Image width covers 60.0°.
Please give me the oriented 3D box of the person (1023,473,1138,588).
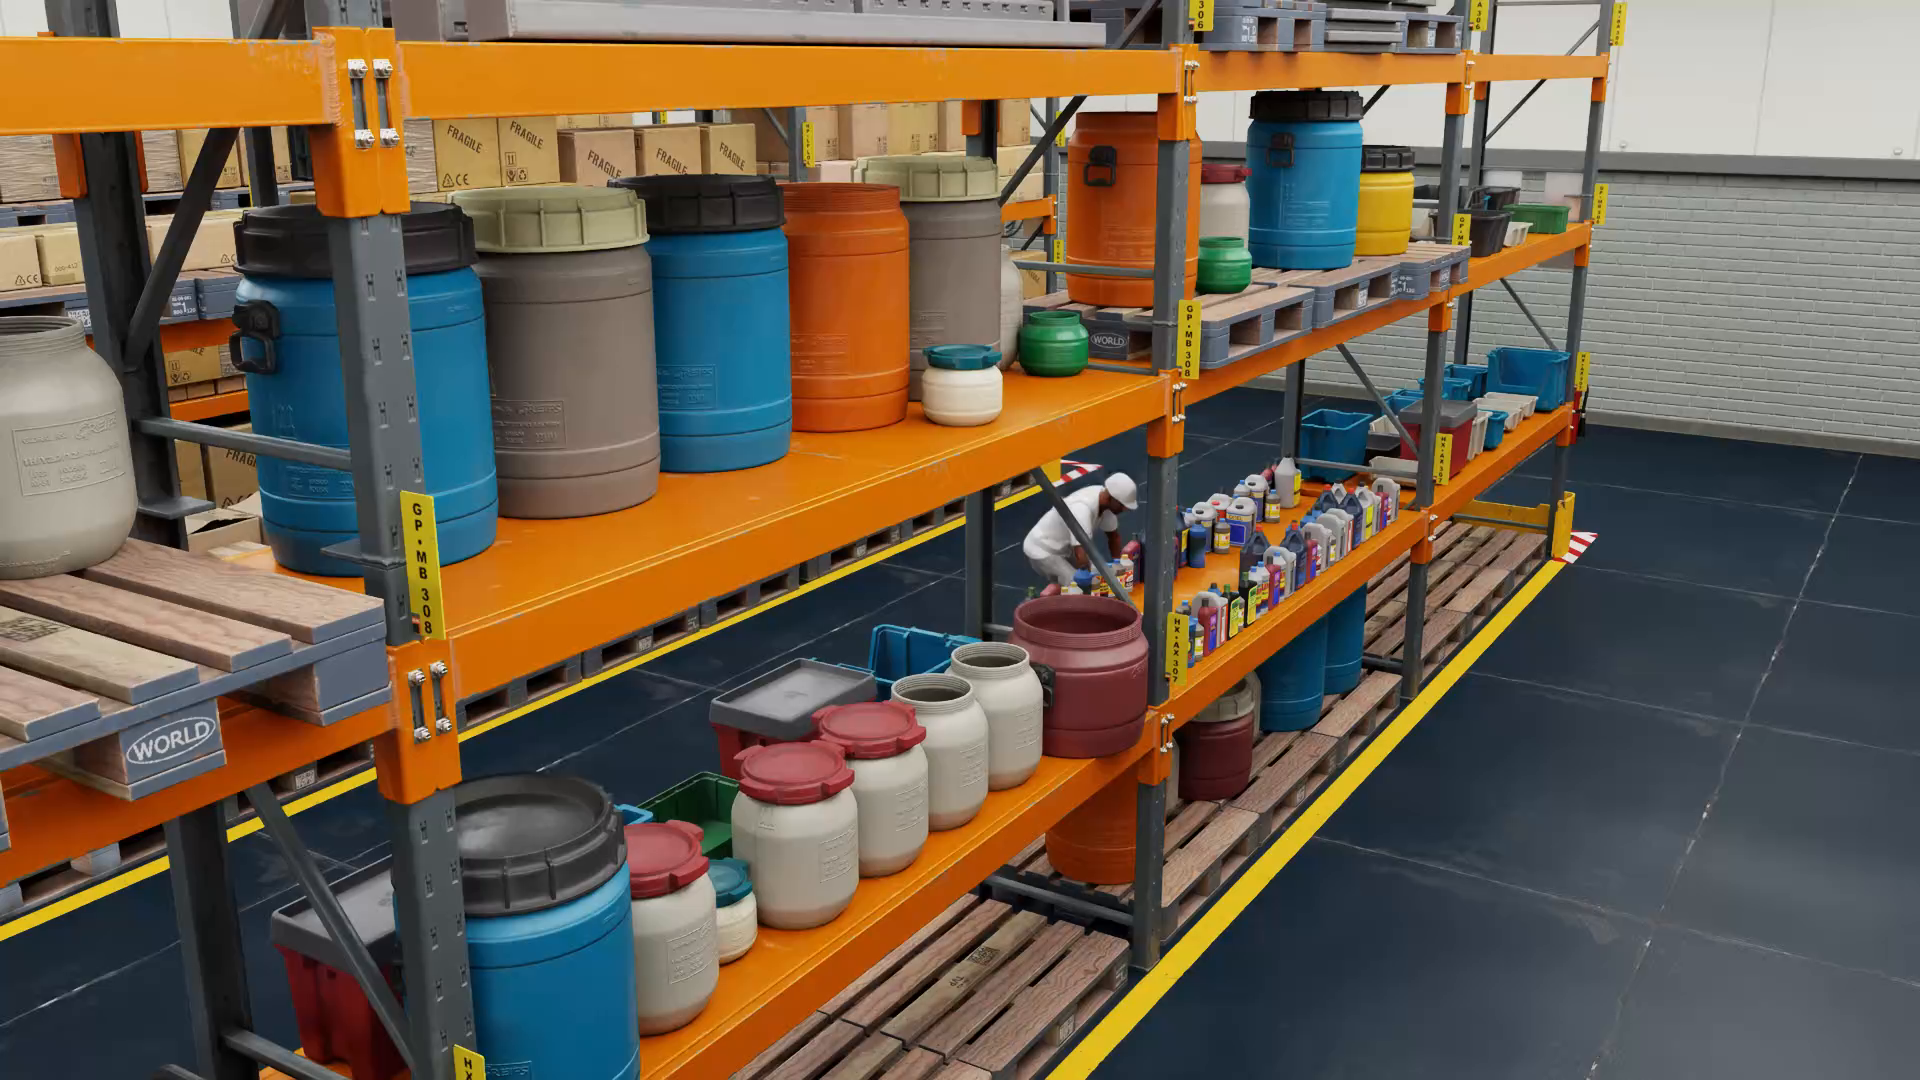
[{"bbox_3d":[0.874,0.126,11.873,0.805,1.313,0.629,10,19,30],"label":"person"}]
